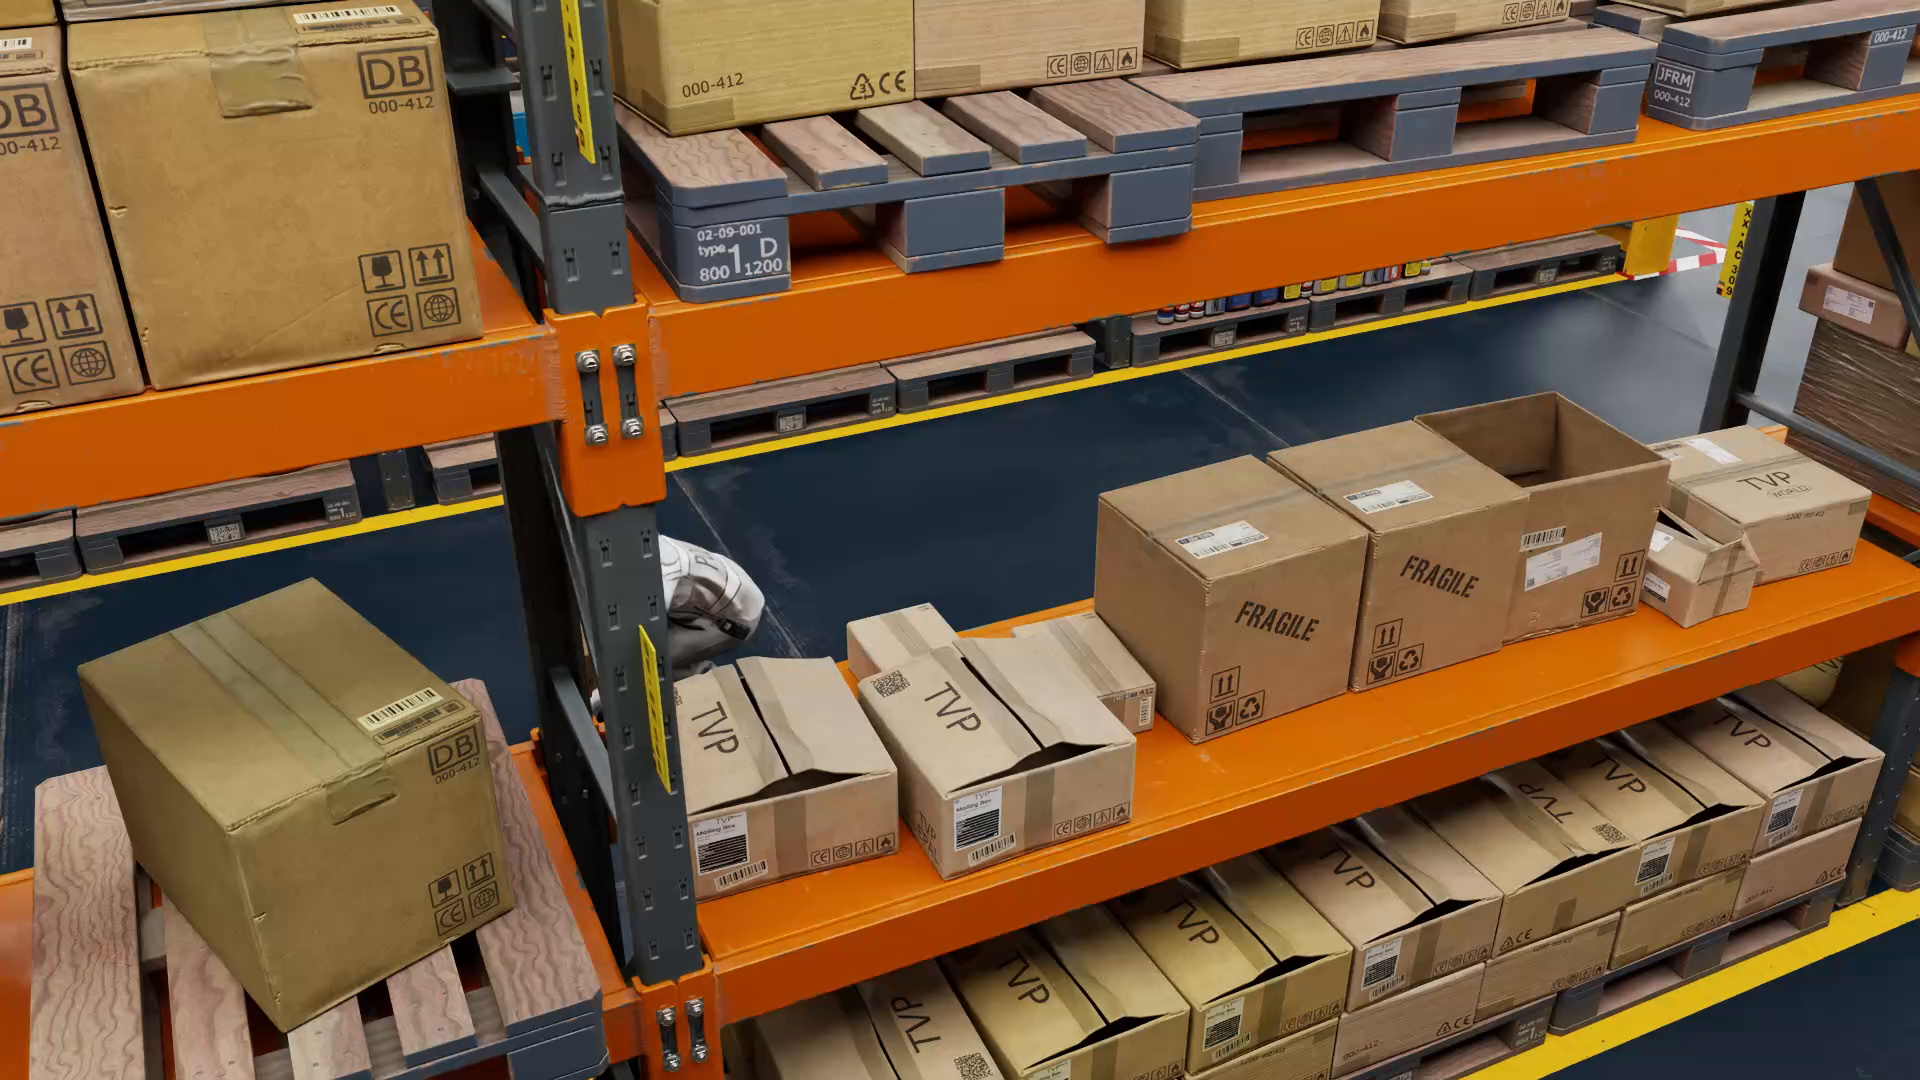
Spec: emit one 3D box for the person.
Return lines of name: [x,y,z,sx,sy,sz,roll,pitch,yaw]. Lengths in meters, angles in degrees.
person: [-1.151,0.288,6.339,0.822,0.964,0.495,-13,32,-22]
